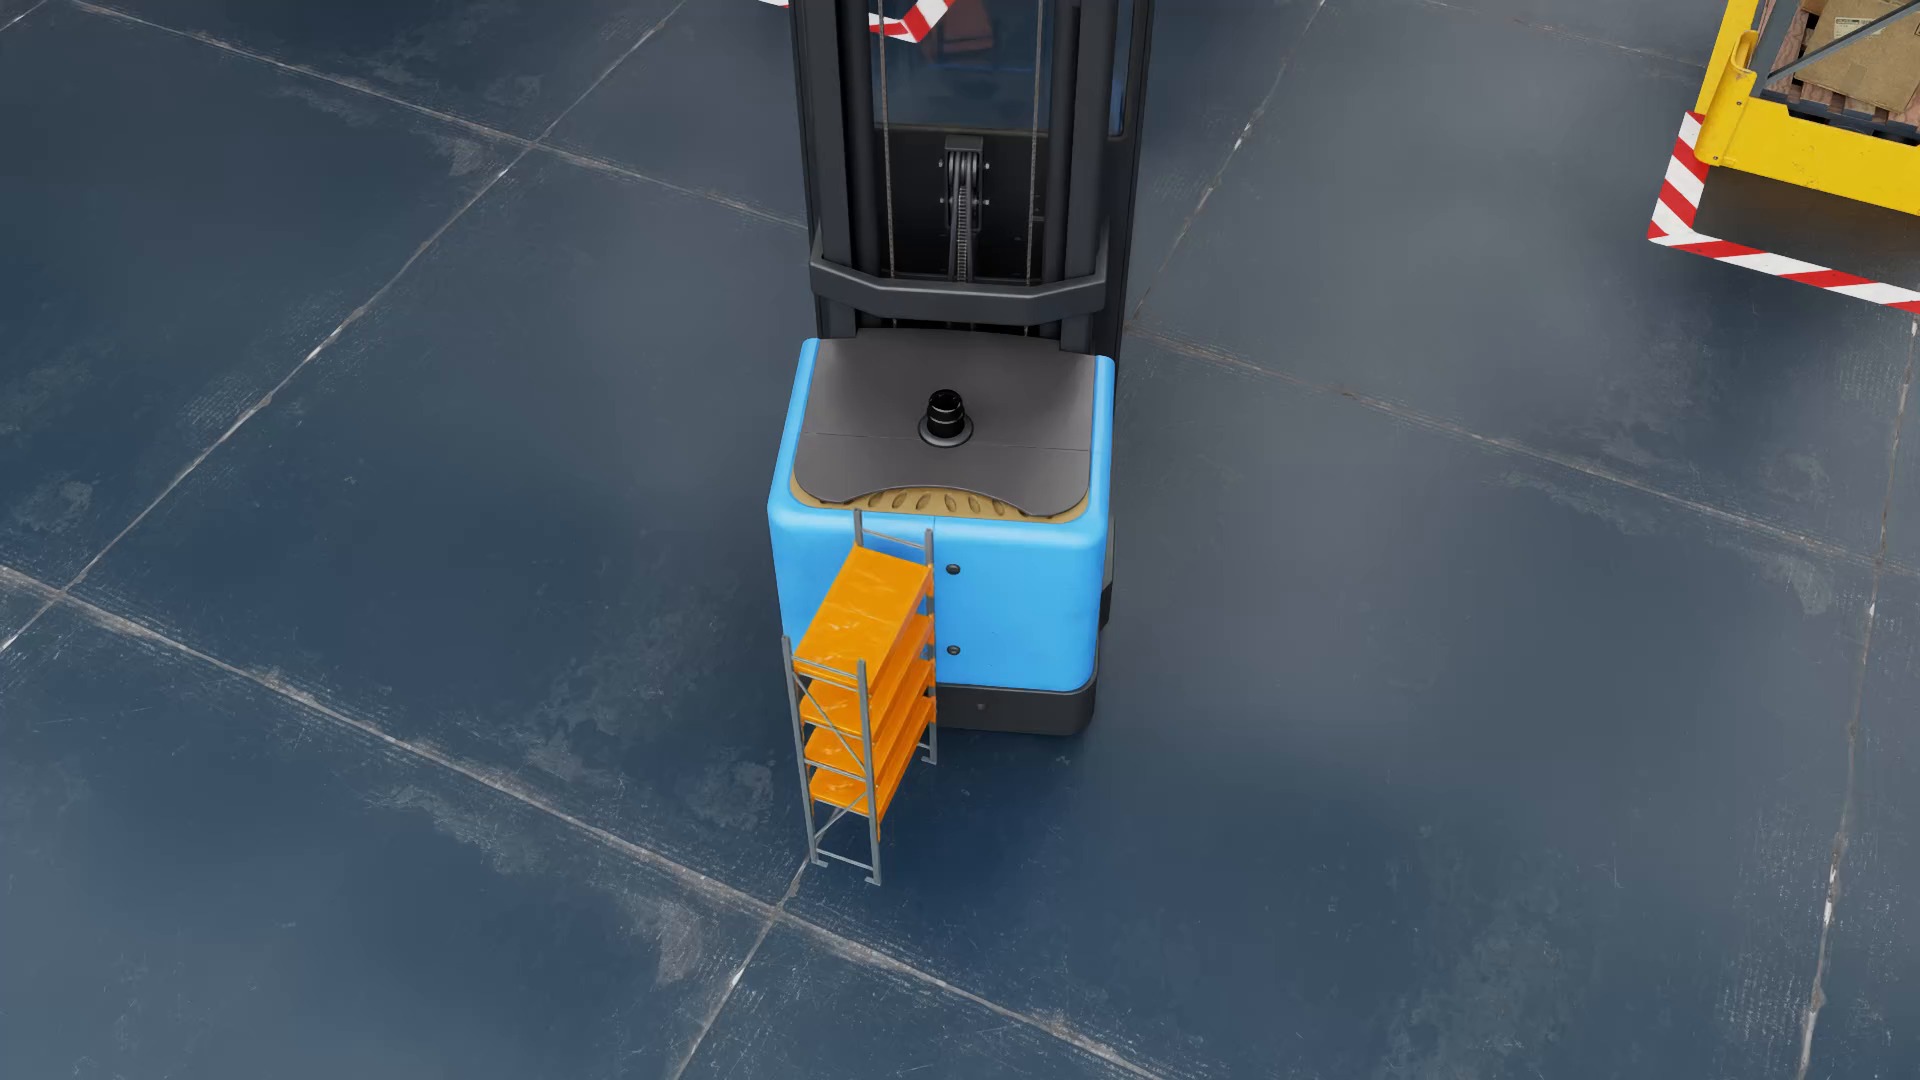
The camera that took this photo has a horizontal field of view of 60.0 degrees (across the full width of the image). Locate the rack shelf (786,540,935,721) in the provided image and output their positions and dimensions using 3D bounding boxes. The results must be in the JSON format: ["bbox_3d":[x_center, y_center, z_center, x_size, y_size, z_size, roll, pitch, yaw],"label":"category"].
[{"bbox_3d":[-0.278,0.251,4.733,0.258,0.148,0.480,16,52,13],"label":"rack shelf"}]

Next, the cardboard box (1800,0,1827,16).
[{"bbox_3d":[4.490,-2.798,8.027,0.500,0.500,0.500,33,57,25],"label":"cardboard box"}]

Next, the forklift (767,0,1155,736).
[{"bbox_3d":[0.055,-1.422,5.535,1.130,2.935,3.031,4,50,3],"label":"forklift"}]

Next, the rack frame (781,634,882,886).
[{"bbox_3d":[-0.365,0.679,4.884,0.240,1.200,0.015,16,52,13],"label":"rack frame"}]

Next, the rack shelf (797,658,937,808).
[{"bbox_3d":[-0.278,0.549,5.083,0.258,0.148,0.480,16,52,13],"label":"rack shelf"}]

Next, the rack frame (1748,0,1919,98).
[{"bbox_3d":[3.984,-2.625,6.514,1.000,3.000,0.127,20,52,16],"label":"rack frame"}]

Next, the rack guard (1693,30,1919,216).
[{"bbox_3d":[4.016,-1.867,7.510,1.175,0.500,0.348,20,52,16],"label":"rack guard"}]

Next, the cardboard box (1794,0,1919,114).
[{"bbox_3d":[4.266,-2.375,7.667,0.500,0.500,0.500,29,55,22],"label":"cardboard box"}]

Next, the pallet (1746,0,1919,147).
[{"bbox_3d":[4.395,-2.321,8.087,1.003,0.211,1.213,20,52,16],"label":"pallet"}]

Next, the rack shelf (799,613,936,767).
[{"bbox_3d":[-0.278,0.404,4.913,0.258,0.148,0.480,16,52,13],"label":"rack shelf"}]

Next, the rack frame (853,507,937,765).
[{"bbox_3d":[-0.191,0.332,5.180,0.240,1.200,0.015,16,52,13],"label":"rack frame"}]

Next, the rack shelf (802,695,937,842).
[{"bbox_3d":[-0.278,0.678,5.235,0.258,0.148,0.480,16,52,13],"label":"rack shelf"}]

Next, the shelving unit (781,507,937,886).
[{"bbox_3d":[-0.278,0.505,5.032,0.258,1.200,0.503,16,52,13],"label":"shelving unit"}]
